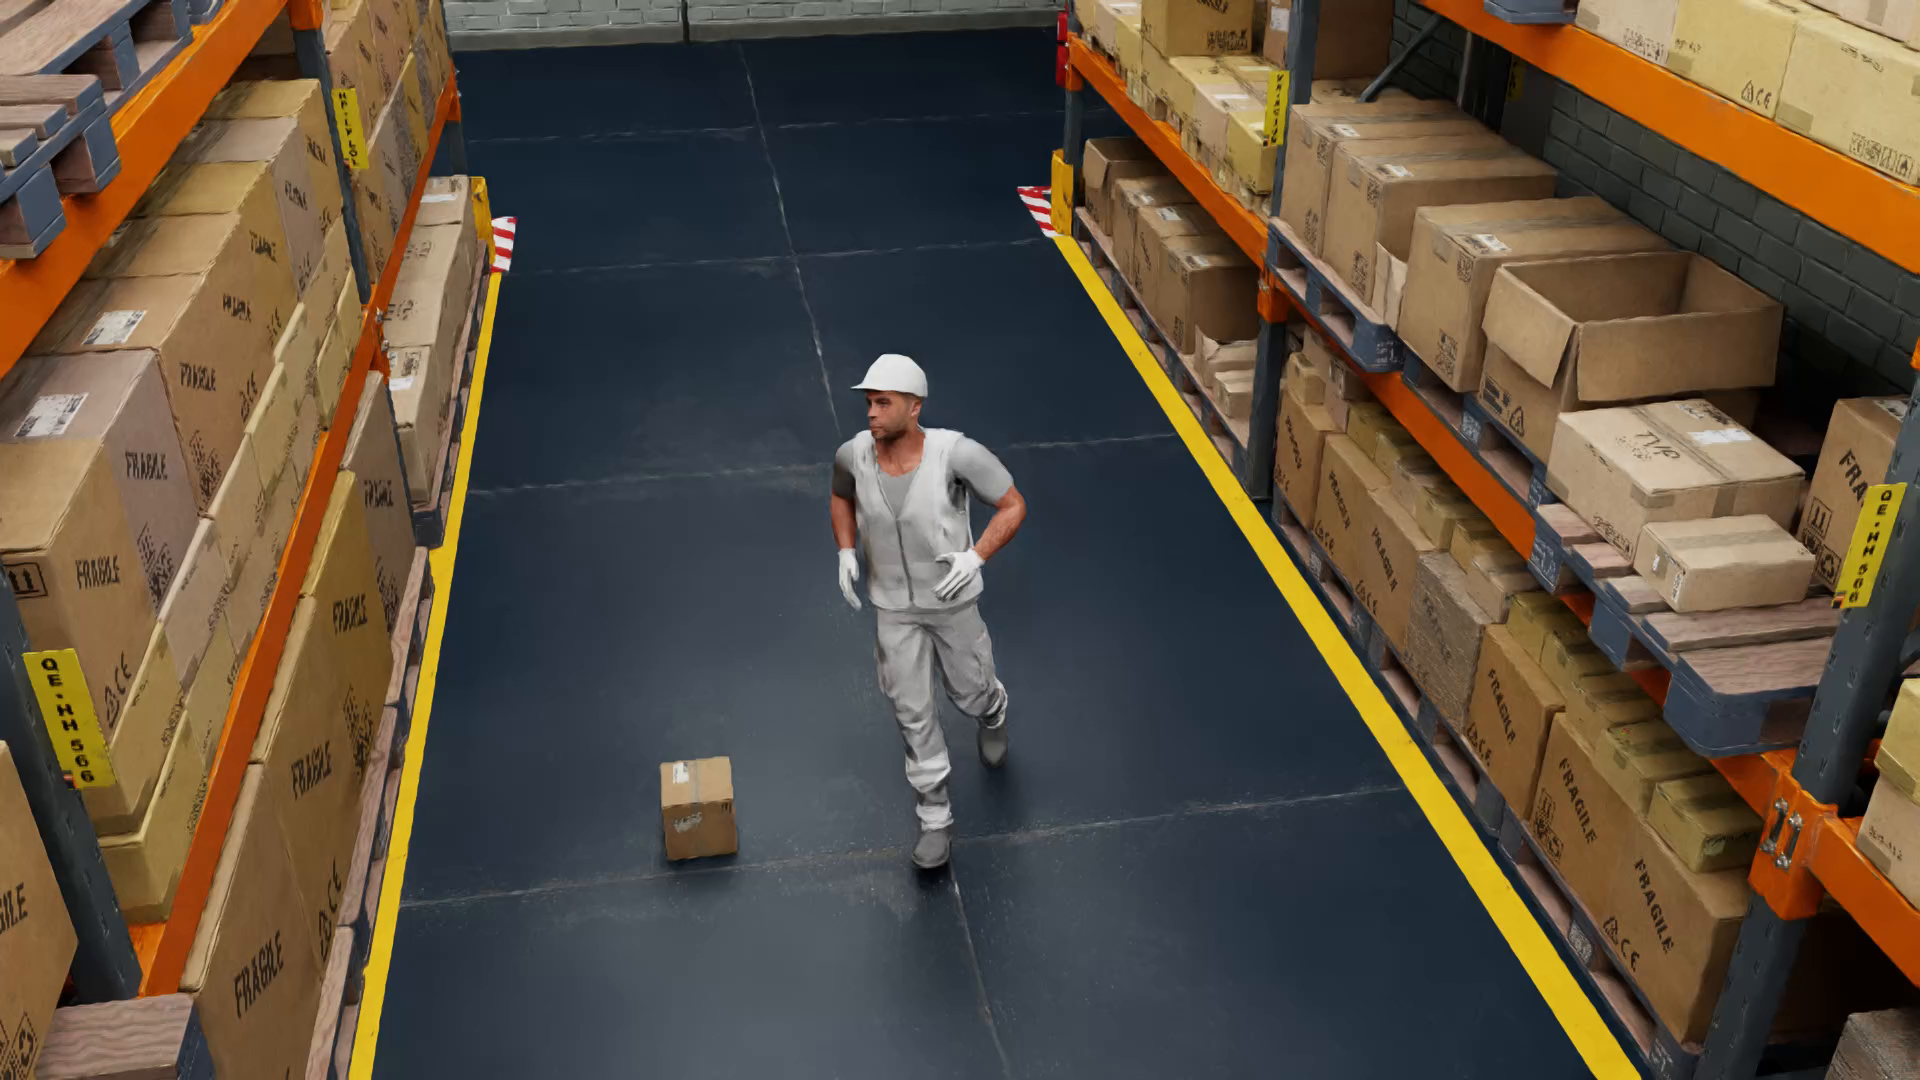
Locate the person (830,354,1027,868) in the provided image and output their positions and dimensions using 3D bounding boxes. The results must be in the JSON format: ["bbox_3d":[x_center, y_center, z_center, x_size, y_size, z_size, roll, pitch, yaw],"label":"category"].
[{"bbox_3d":[-0.149,0.222,5.742,0.718,1.756,0.889,6,31,10],"label":"person"}]
